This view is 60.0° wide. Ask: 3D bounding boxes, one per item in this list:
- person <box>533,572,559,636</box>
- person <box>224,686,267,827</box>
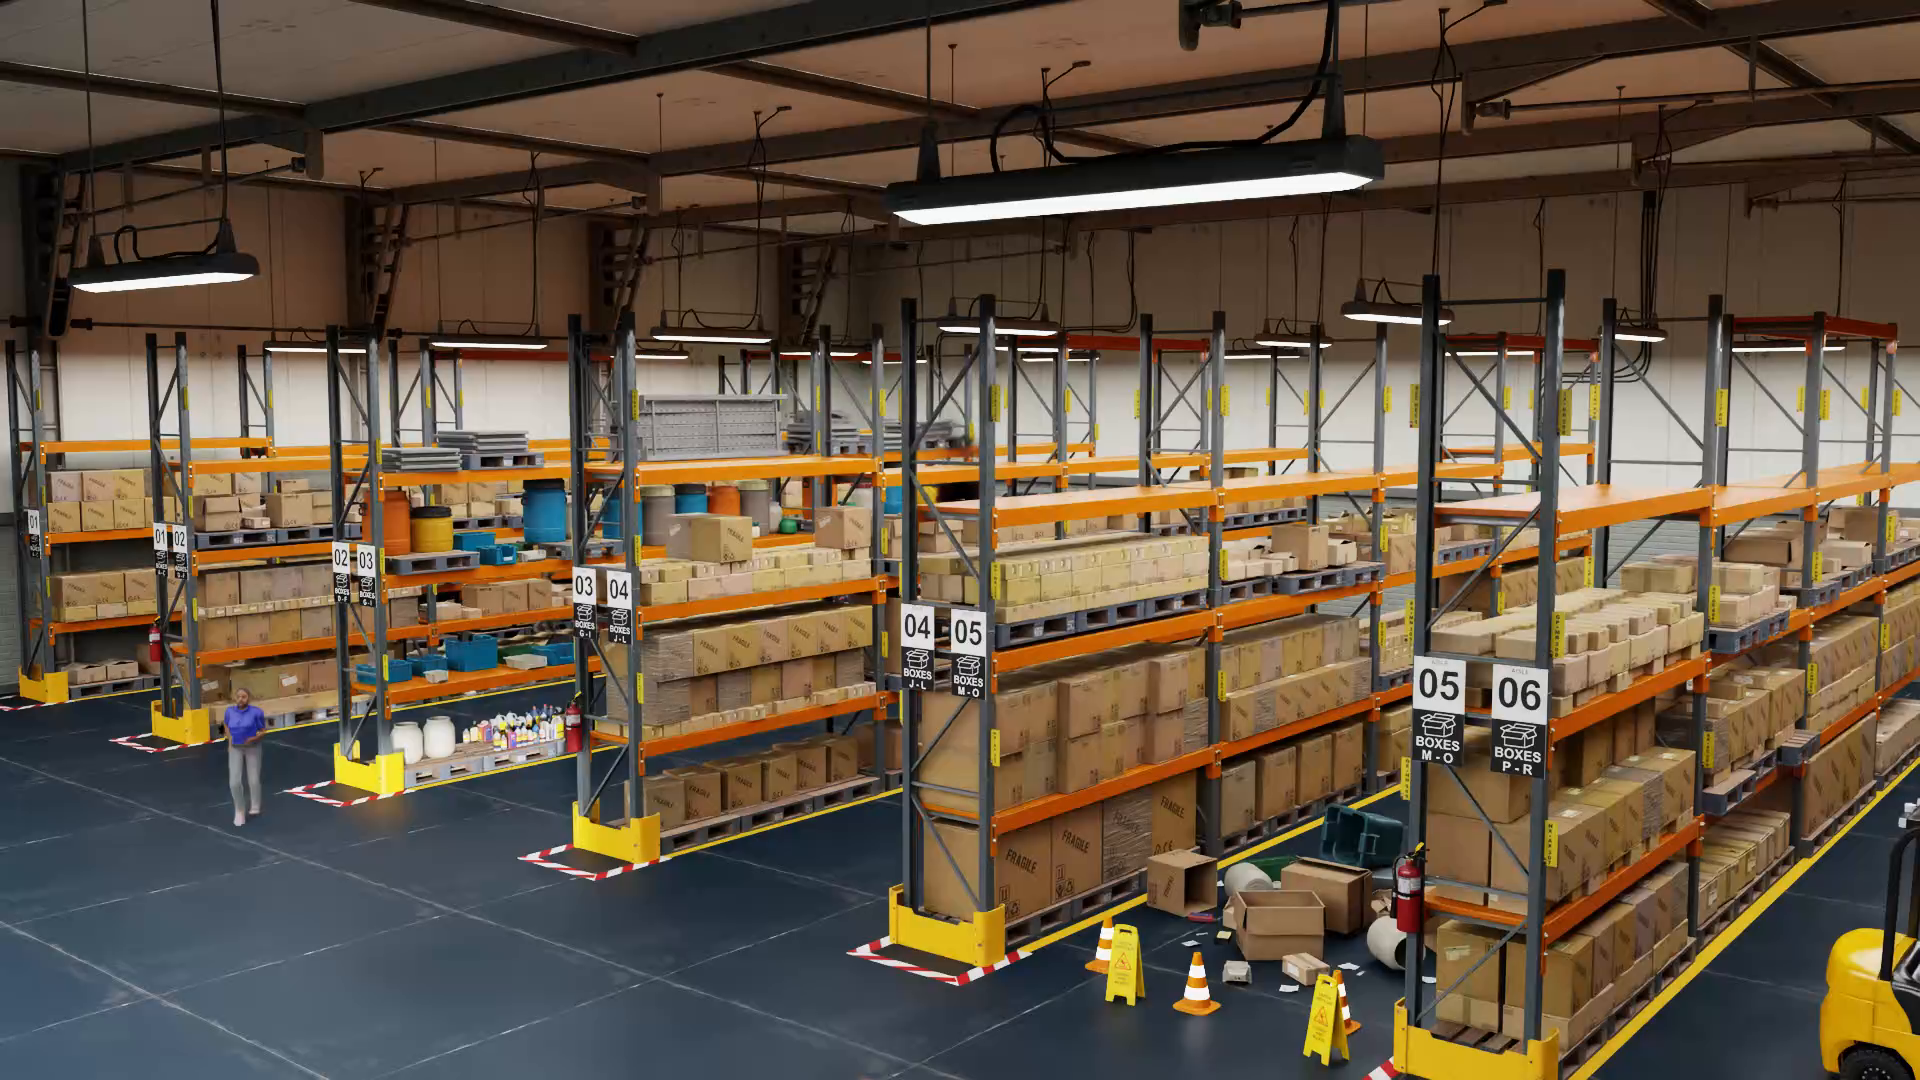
[{"bbox_3d":[-8.056,1.394,32.305,0.611,1.682,0.940,3,6,31],"label":"person"},{"bbox_3d":[-8.547,2.572,19.892,0.496,1.677,0.789,-2,5,-17],"label":"person"}]
